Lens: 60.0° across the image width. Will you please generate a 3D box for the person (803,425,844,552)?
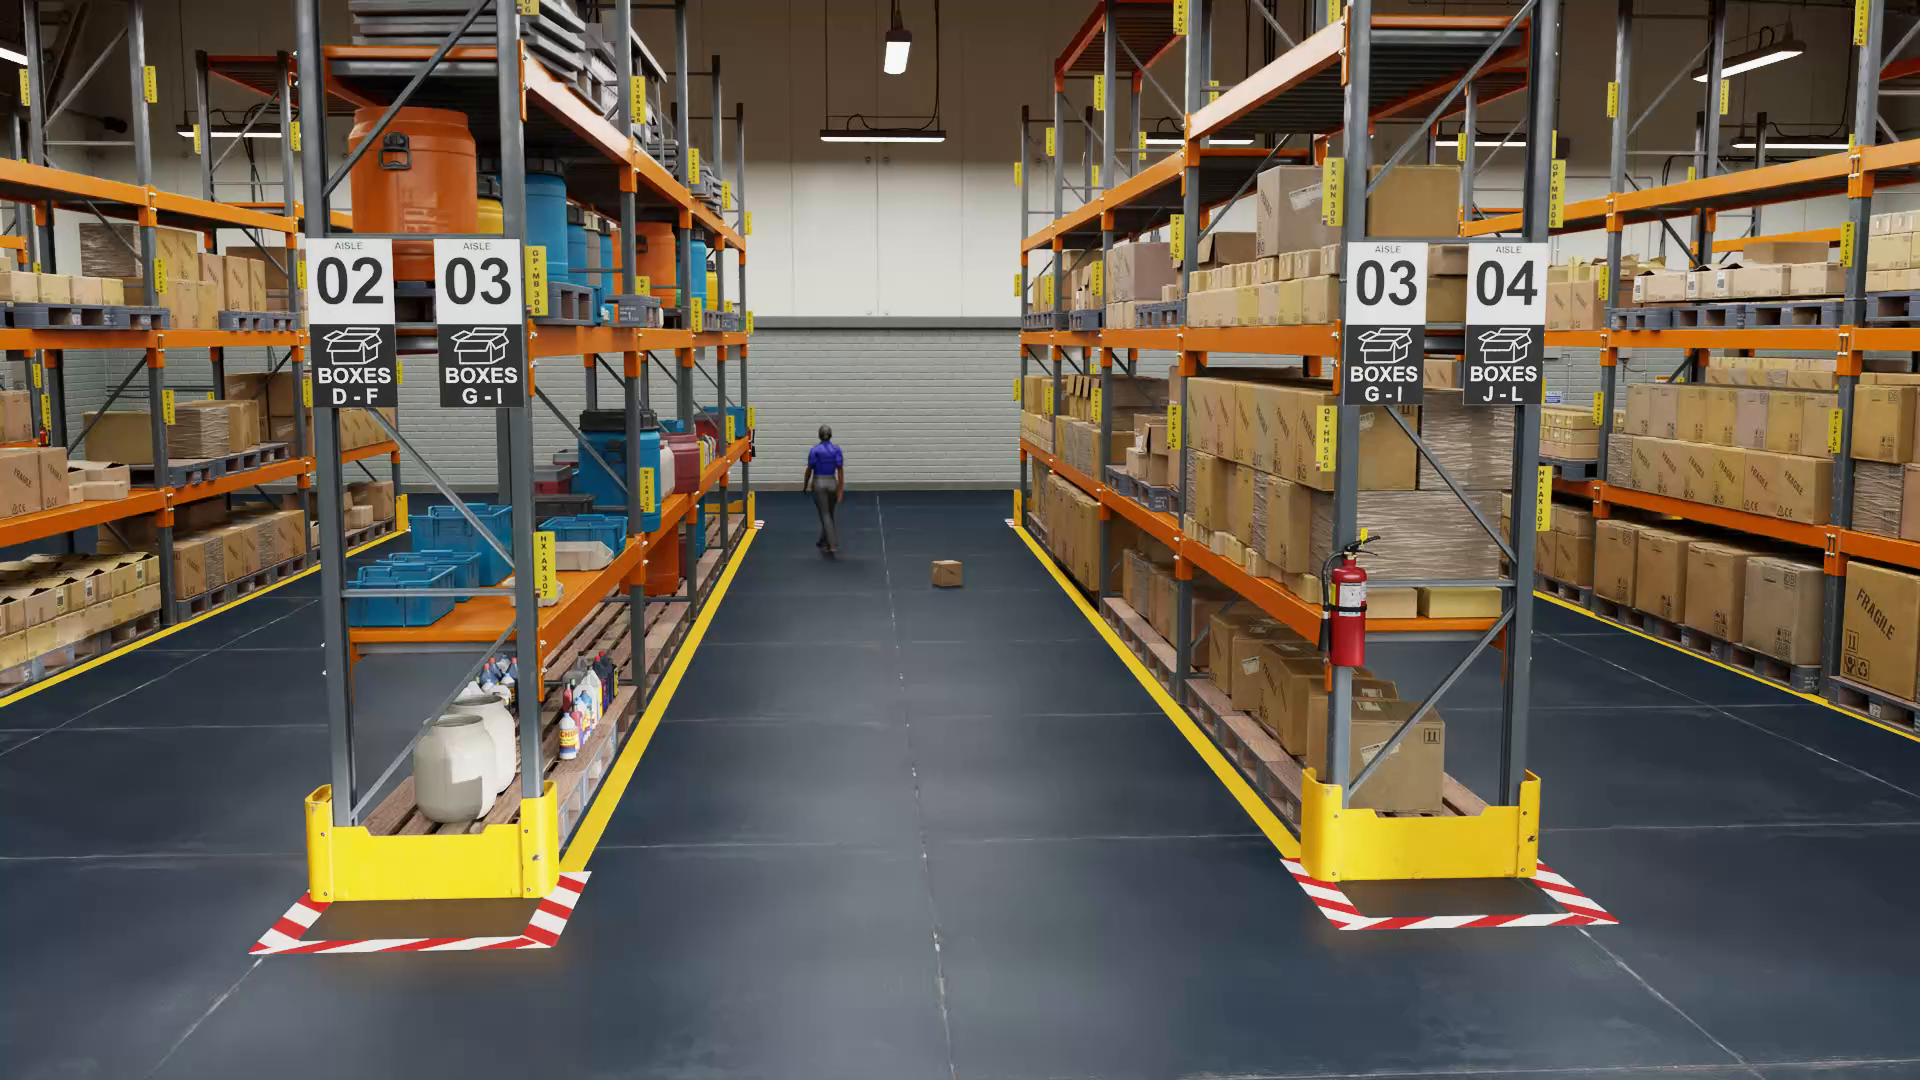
[{"bbox_3d":[-1.763,-0.673,21.171,0.450,1.600,0.968,-4,8,-27],"label":"person"}]
